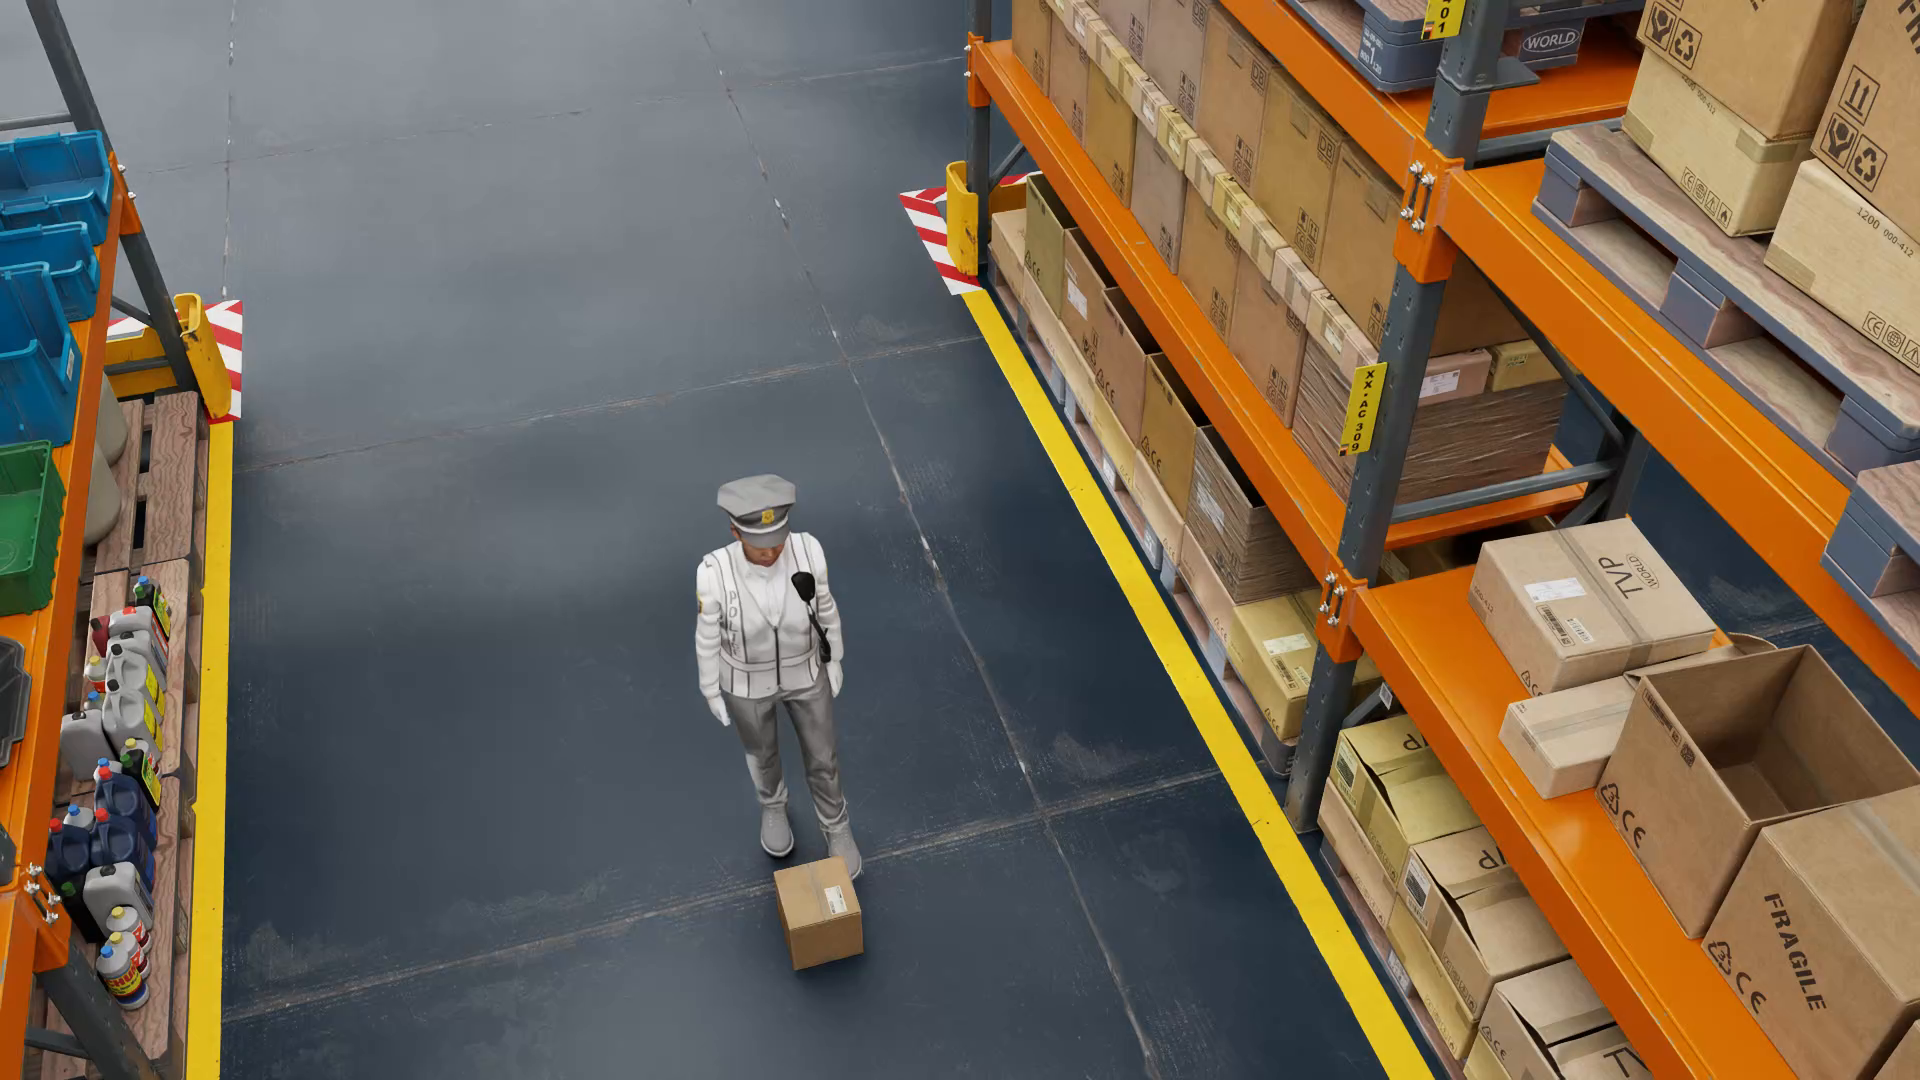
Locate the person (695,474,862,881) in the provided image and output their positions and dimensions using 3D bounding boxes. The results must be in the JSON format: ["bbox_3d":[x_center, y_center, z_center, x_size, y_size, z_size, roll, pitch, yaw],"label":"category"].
[{"bbox_3d":[-0.610,0.508,5.597,0.506,1.688,0.456,-12,44,-13],"label":"person"}]
